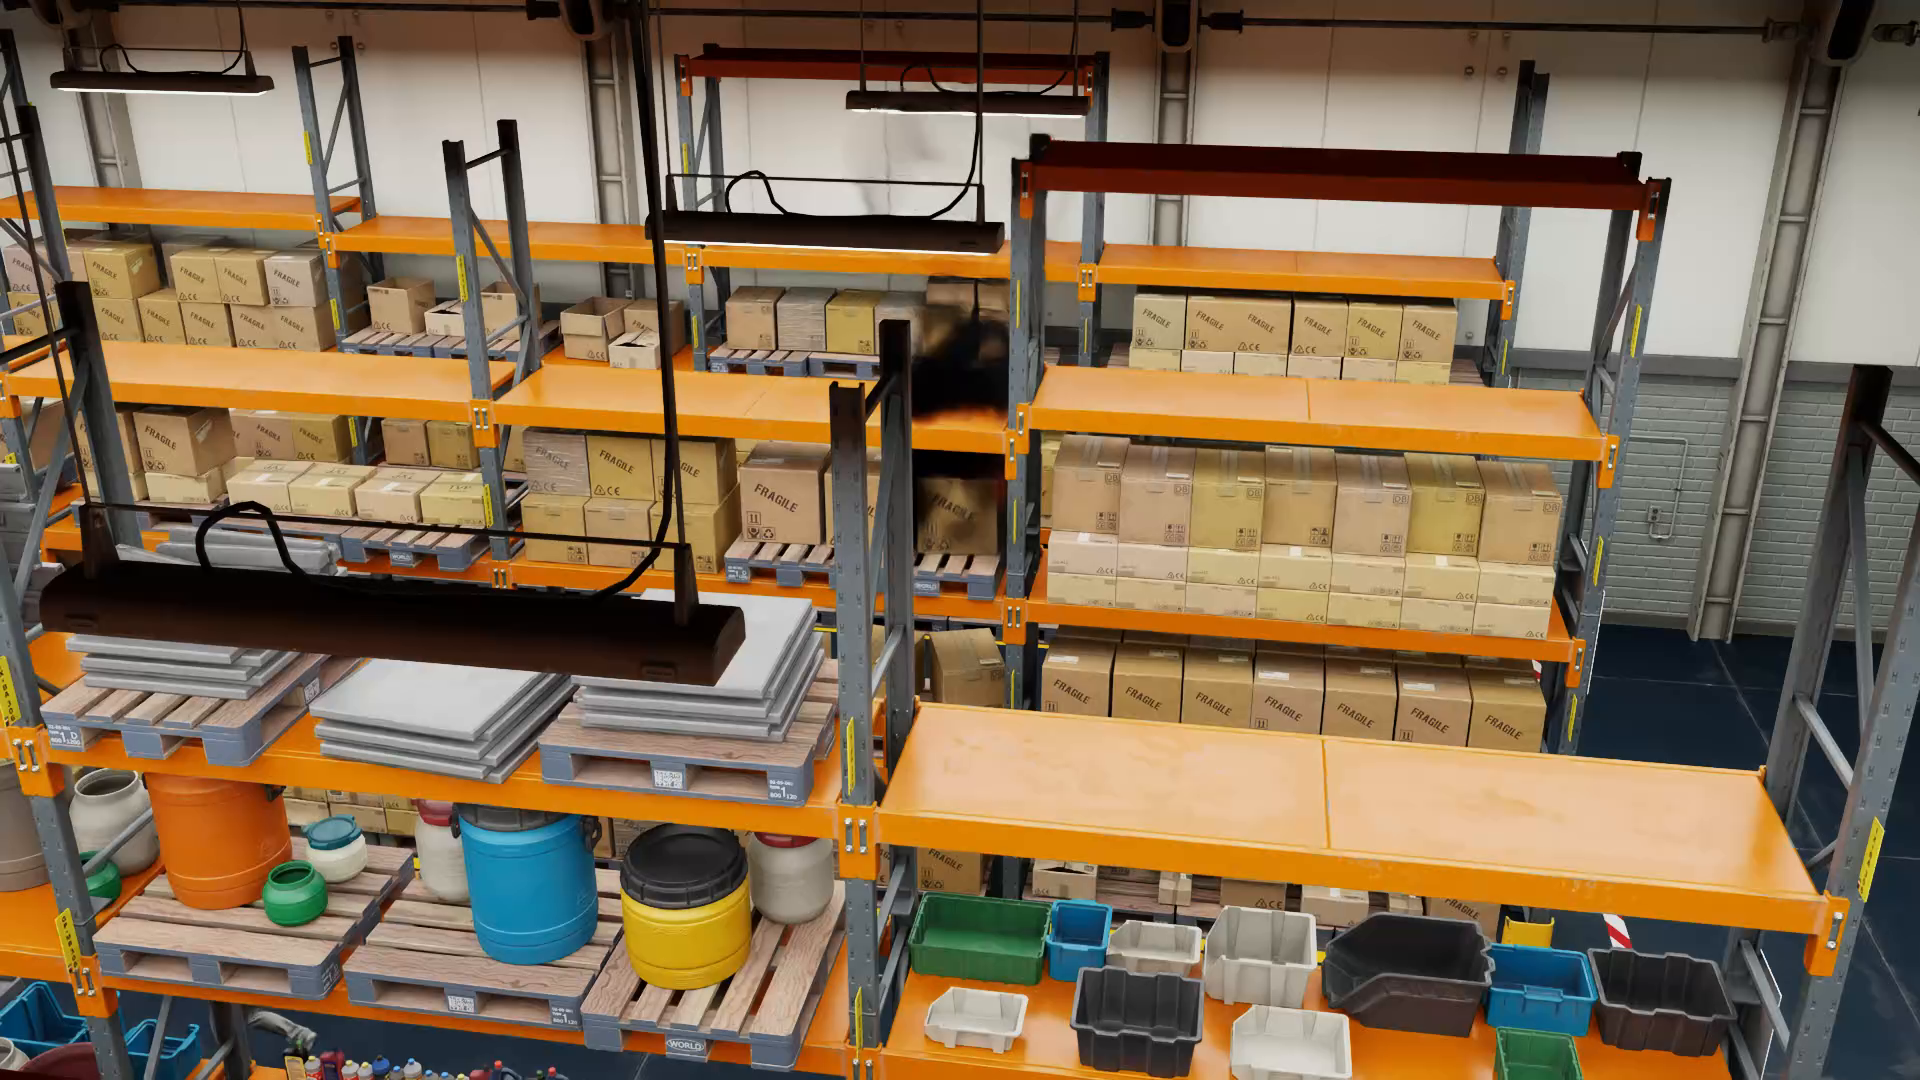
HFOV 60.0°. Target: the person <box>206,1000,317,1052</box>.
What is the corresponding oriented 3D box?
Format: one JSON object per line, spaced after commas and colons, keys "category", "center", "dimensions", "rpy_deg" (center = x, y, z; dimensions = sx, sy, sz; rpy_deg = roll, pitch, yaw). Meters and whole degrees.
{"category": "person", "center": [-4.868, 2.984, 11.228], "dimensions": [0.861, 1.655, 0.632], "rpy_deg": [5, 23, 11]}
